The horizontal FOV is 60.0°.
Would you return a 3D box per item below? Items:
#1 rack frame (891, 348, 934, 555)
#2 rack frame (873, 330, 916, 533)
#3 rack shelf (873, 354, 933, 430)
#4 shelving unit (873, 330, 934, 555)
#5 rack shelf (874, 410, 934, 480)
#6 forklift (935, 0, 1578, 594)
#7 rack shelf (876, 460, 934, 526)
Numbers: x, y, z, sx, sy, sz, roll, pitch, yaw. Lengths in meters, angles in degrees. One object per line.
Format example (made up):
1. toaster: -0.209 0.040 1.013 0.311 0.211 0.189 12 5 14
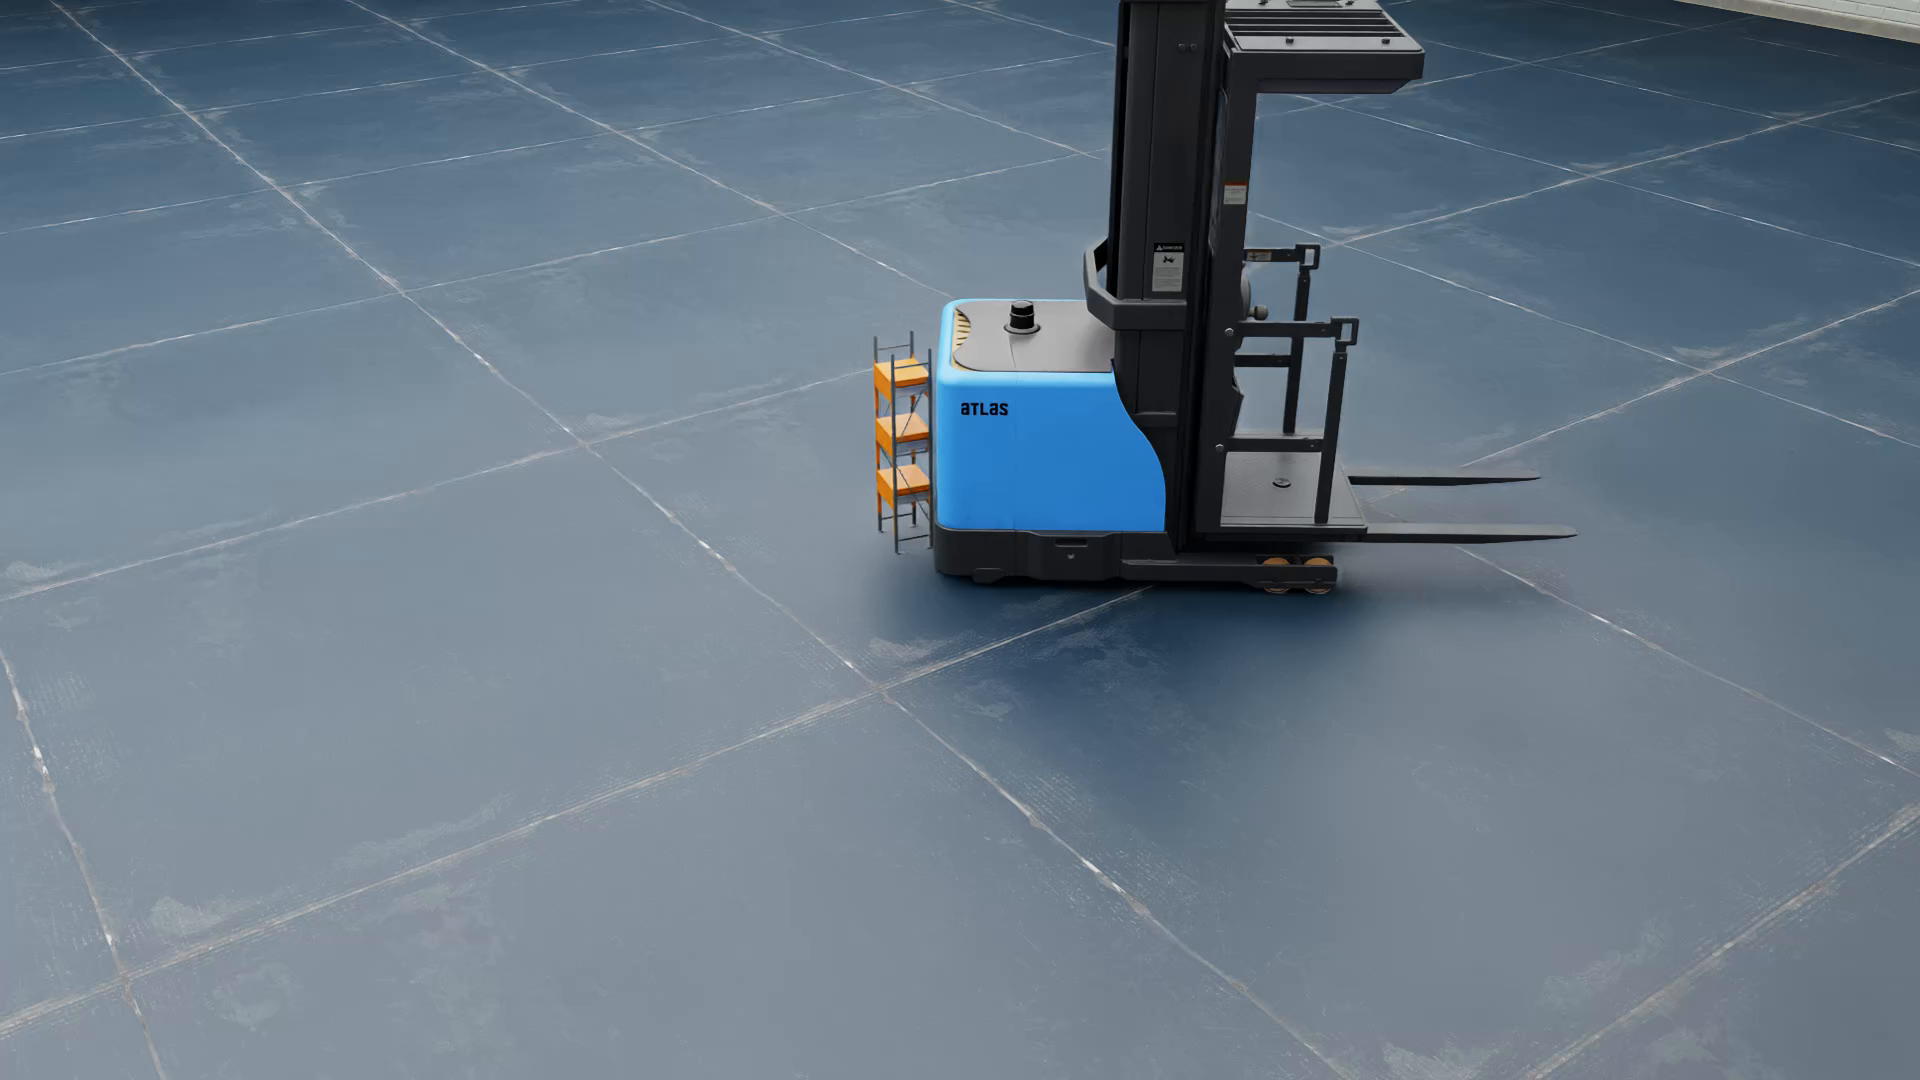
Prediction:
1. rack frame: -0.224 -0.408 7.901 0.200 1.050 0.008 -11 30 -19
2. rack frame: -0.315 -0.516 8.100 0.200 1.050 0.008 -11 30 -19
3. rack shelf: -0.269 -0.702 7.870 0.215 0.259 0.240 -11 30 -19
4. shelving unit: -0.269 -0.462 8.001 0.215 1.050 0.252 -11 30 -19
5. rack shelf: -0.269 -0.453 8.006 0.215 0.259 0.240 -11 30 -19
6. forklift: 1.406 -1.293 7.559 3.031 2.935 1.130 1 29 1
7. rack shelf: -0.269 -0.209 8.139 0.215 0.259 0.240 -11 30 -19
